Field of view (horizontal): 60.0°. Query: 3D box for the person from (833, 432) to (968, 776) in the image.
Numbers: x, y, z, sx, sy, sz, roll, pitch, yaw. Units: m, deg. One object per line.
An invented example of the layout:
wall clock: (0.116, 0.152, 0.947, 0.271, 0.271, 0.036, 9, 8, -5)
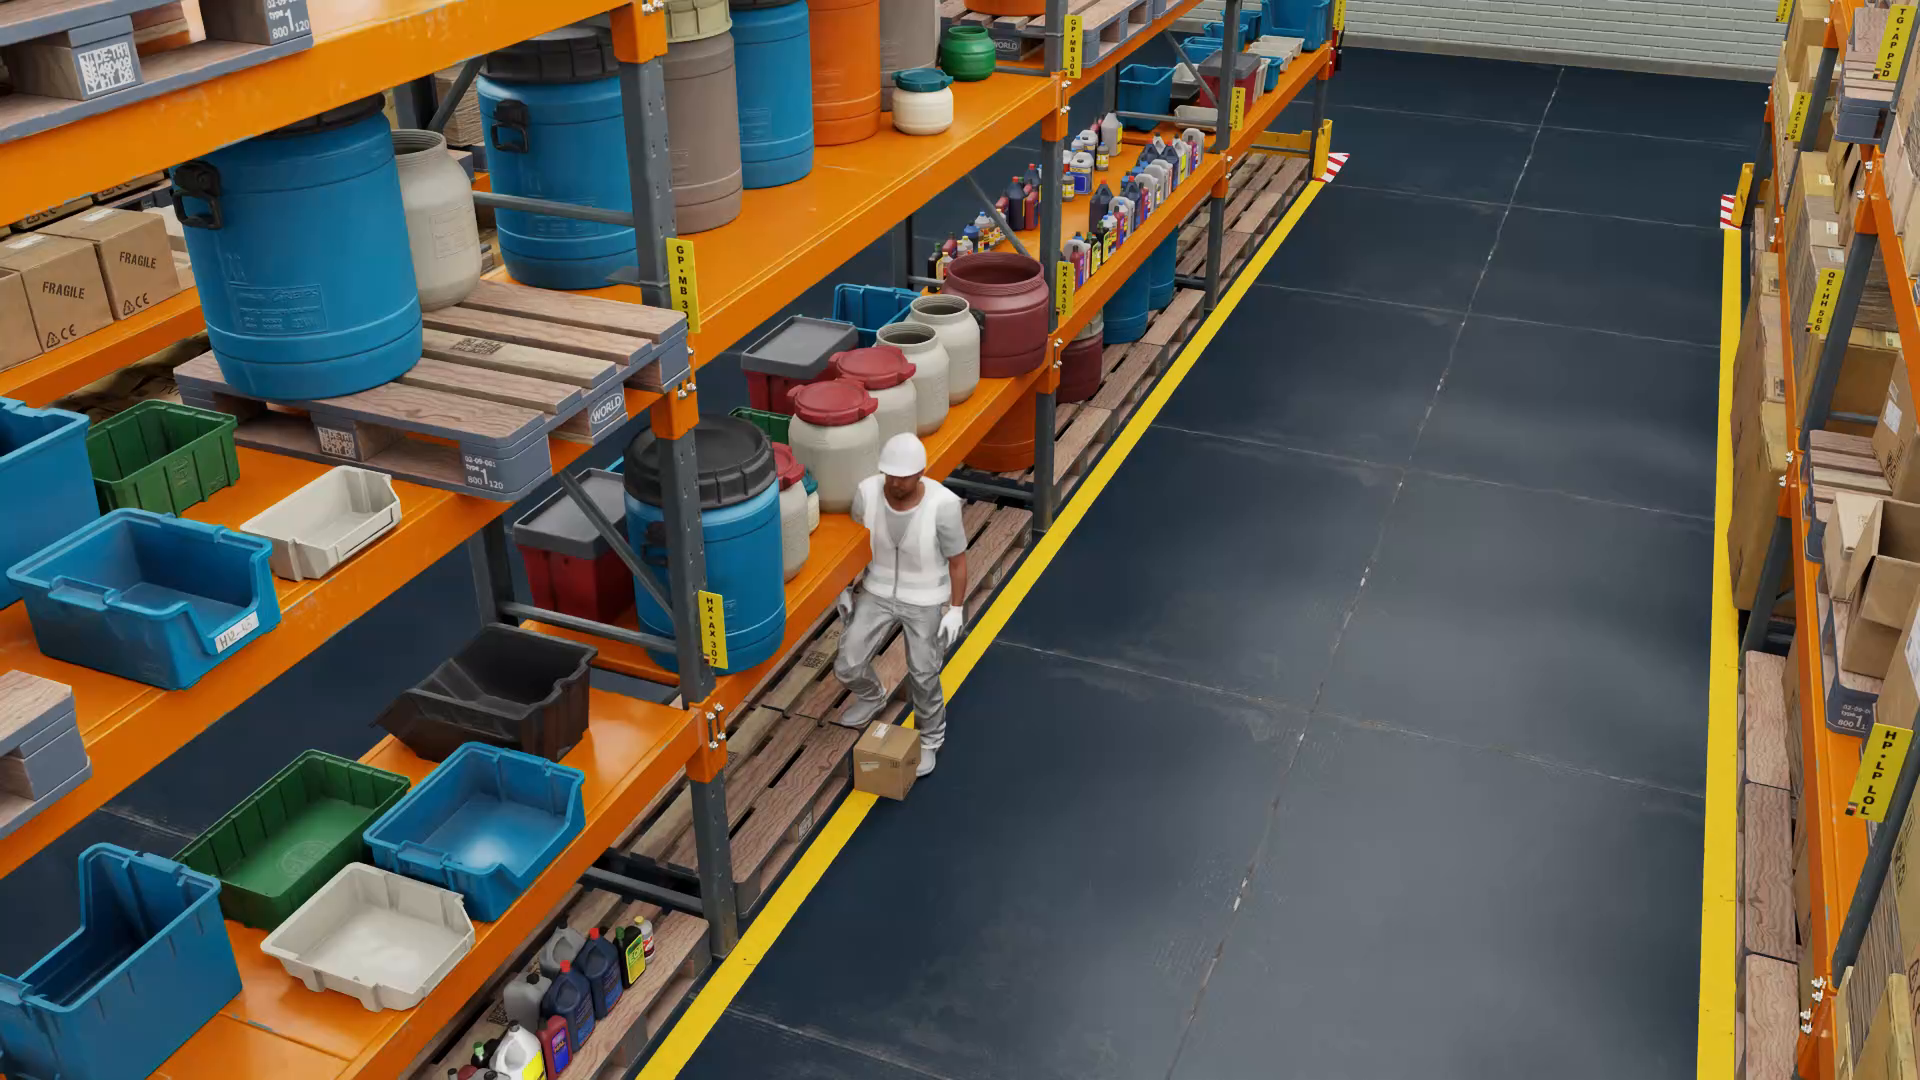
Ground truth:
person: (-0.284, 0.309, 7.835, 0.622, 1.780, 0.519, 10, 31, 17)
